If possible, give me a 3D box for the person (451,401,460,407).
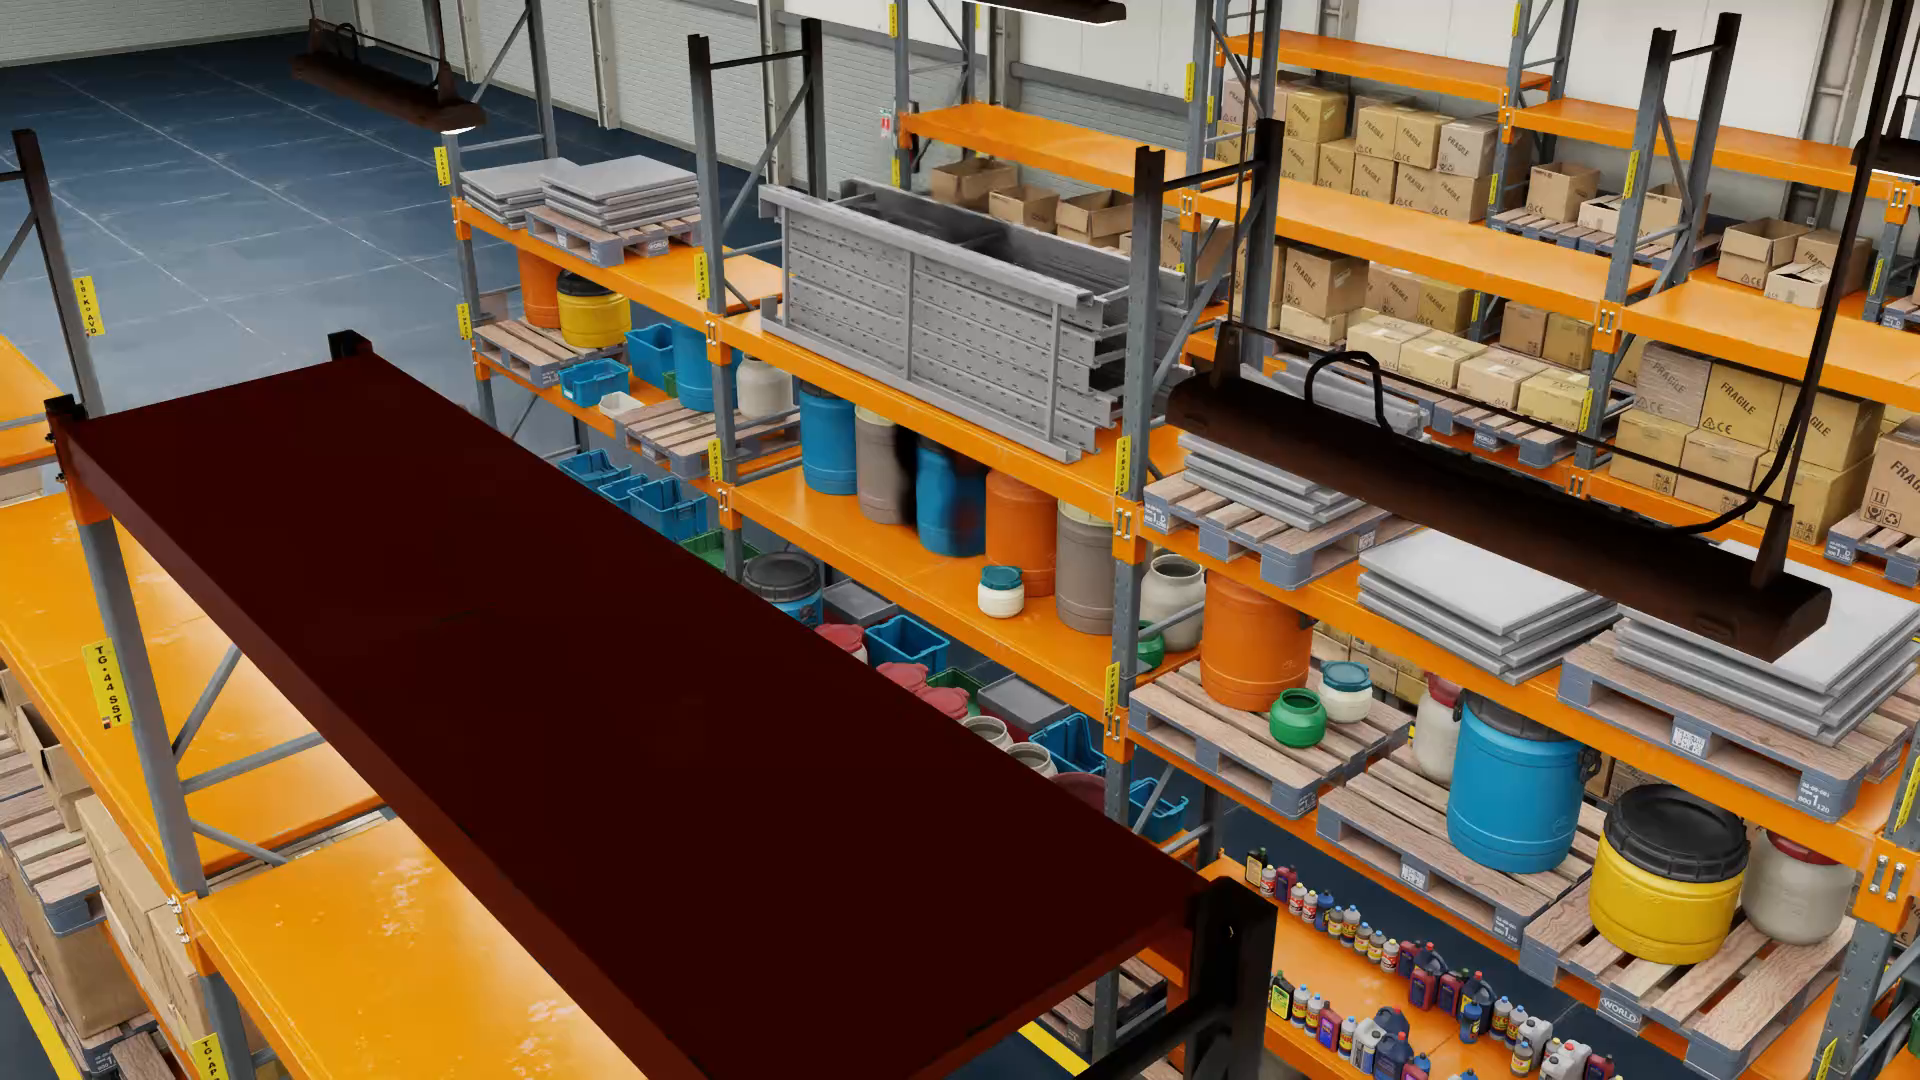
[{"bbox_3d":[-5.150,-0.711,17.216,0.625,1.575,0.519,-3,27,-6],"label":"person"}]
